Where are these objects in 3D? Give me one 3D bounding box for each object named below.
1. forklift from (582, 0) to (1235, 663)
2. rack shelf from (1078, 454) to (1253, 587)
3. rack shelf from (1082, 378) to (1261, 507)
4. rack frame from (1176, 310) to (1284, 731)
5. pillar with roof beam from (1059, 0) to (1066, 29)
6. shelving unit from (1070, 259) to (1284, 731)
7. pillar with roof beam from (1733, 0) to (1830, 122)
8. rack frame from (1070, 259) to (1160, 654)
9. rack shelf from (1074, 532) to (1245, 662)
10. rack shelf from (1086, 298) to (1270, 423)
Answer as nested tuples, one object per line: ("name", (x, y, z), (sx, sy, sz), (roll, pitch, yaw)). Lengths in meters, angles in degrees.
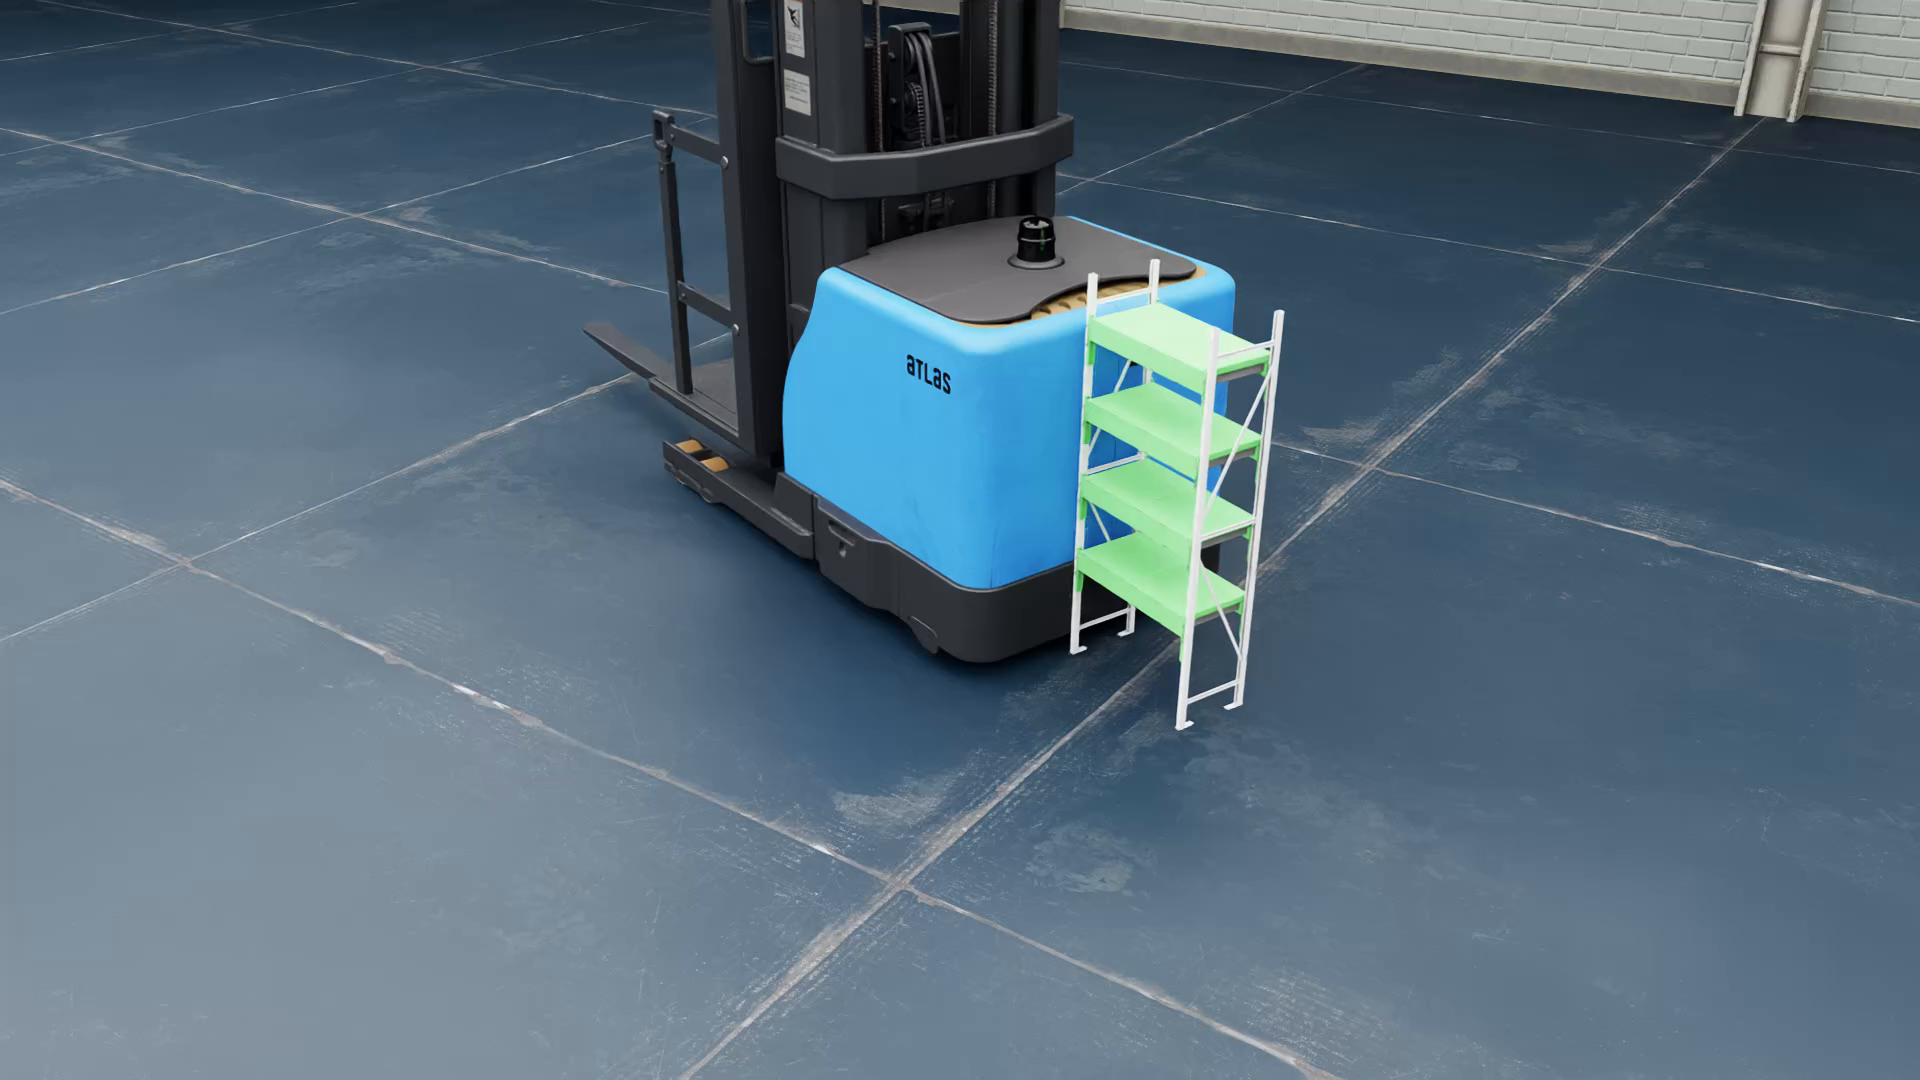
("forklift", (-0.437, -1.555, 5.575), (1.130, 2.935, 3.031), (-19, 32, -32))
("rack shelf", (0.581, -0.064, 4.684), (0.258, 0.148, 0.480), (-17, 33, -30))
("rack shelf", (0.584, -0.276, 4.571), (0.258, 0.148, 0.480), (-17, 33, -30))
("rack frame", (0.720, -0.025, 4.476), (0.240, 1.200, 0.015), (-17, 33, -30))
("pillar with roof beam", (-1.759, -6.902, 9.390), (0.400, 9.000, 9.100), (17, 32, 30))
("shelving unit", (0.582, -0.121, 4.654), (0.258, 1.200, 0.503), (-17, 33, -30))
("pillar with roof beam", (3.187, -5.361, 6.363), (0.400, 9.000, 9.100), (17, 32, 30))
("rack frame", (0.444, -0.216, 4.831), (0.240, 1.200, 0.015), (-17, 33, -30))
("rack shelf", (0.579, 0.148, 4.796), (0.258, 0.148, 0.480), (-17, 33, -30))
("rack shelf", (0.586, -0.489, 4.459), (0.258, 0.148, 0.480), (-17, 33, -30))
